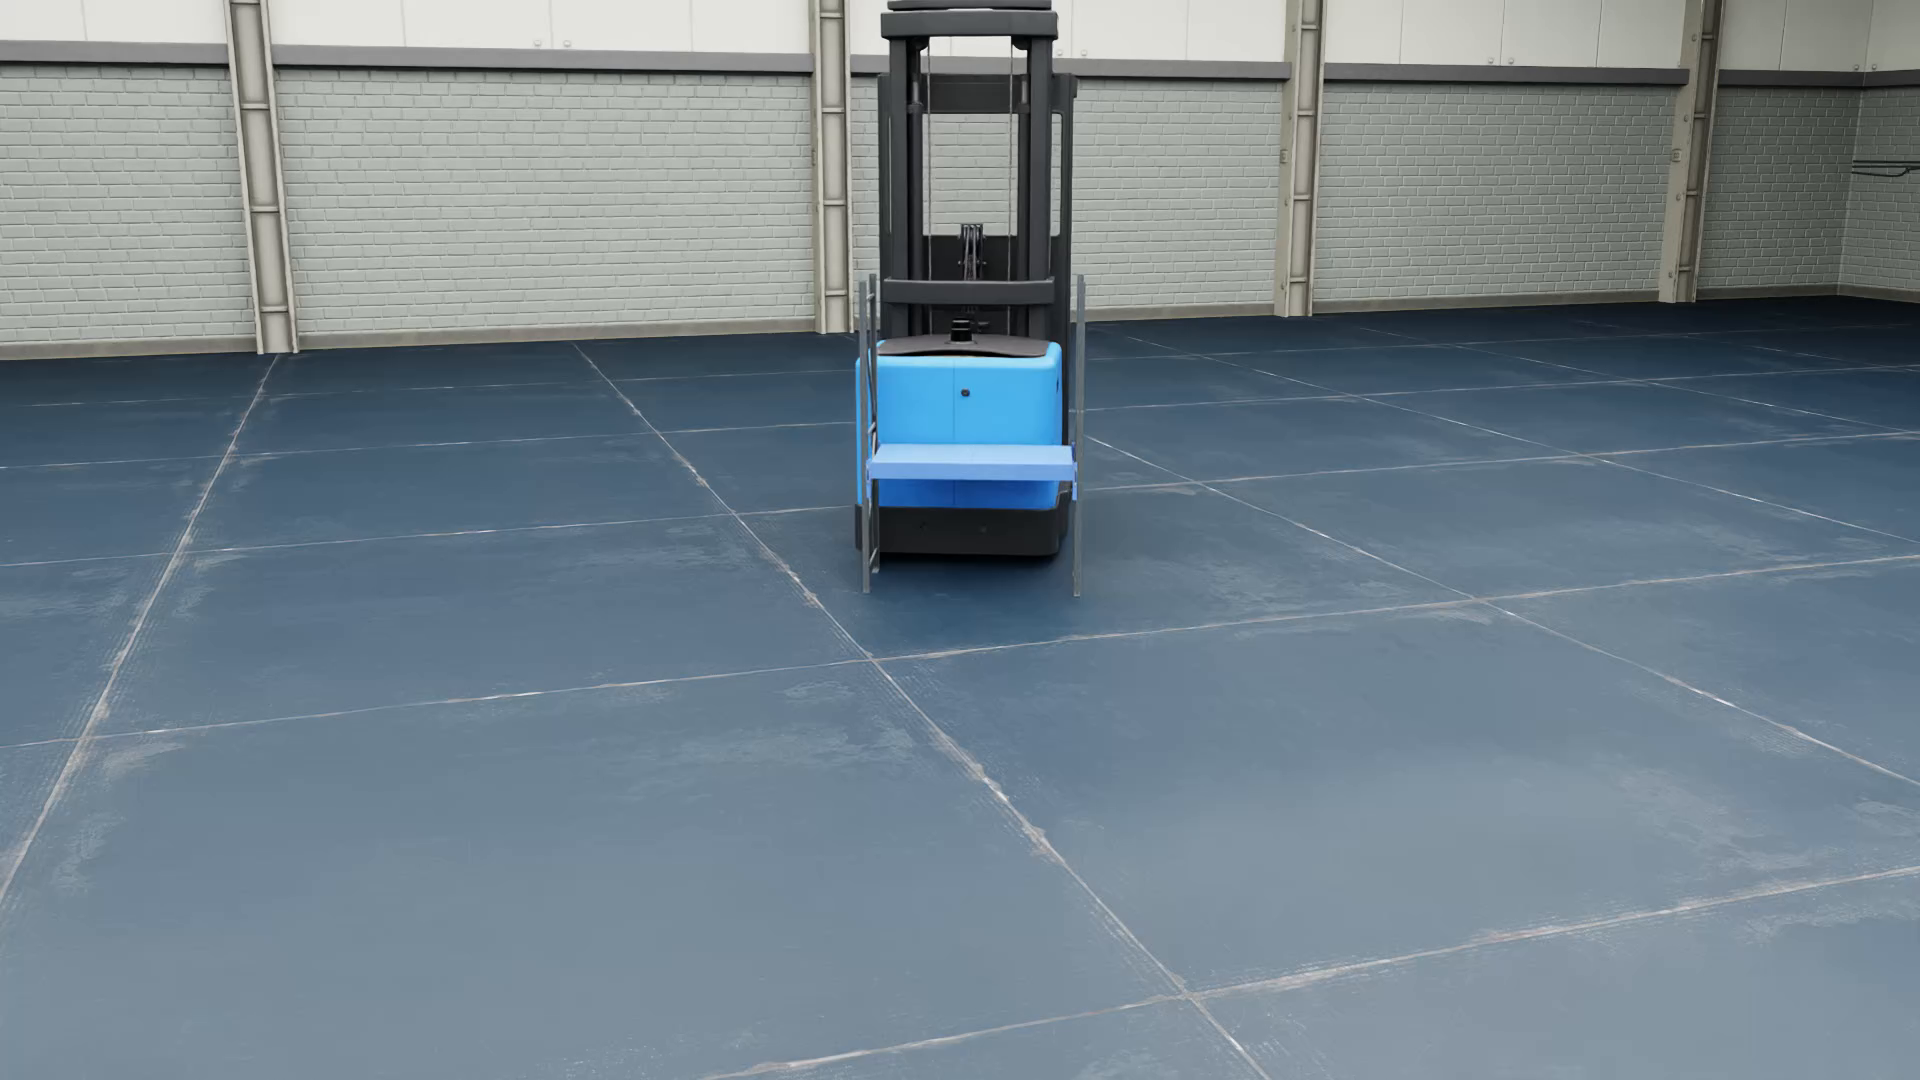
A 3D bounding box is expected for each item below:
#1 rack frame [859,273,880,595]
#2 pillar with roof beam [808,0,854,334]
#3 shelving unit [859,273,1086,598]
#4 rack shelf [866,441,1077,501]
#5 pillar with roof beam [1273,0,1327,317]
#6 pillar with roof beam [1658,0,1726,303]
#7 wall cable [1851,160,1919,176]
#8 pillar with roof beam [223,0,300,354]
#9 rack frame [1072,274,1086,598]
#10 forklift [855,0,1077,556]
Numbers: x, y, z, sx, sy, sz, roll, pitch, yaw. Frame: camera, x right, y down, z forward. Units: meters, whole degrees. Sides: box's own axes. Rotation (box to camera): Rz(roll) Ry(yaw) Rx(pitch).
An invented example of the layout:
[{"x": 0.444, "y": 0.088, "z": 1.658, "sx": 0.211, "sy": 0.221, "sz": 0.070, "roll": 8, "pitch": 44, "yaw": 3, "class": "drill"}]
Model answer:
[{"x": -0.440, "y": -0.524, "z": 8.104, "sx": 0.032, "sy": 1.500, "sz": 0.500, "roll": 1, "pitch": 13, "yaw": 3, "class": "rack frame"}, {"x": -0.083, "y": -5.850, "z": 14.292, "sx": 0.400, "sy": 9.000, "sz": 9.100, "roll": -4, "pitch": 14, "yaw": -18, "class": "pillar with roof beam"}, {"x": 0.067, "y": -0.517, "z": 8.077, "sx": 1.048, "sy": 1.500, "sz": 0.538, "roll": 1, "pitch": 13, "yaw": 3, "class": "shelving unit"}, {"x": 0.067, "y": -0.342, "z": 8.119, "sx": 1.000, "sy": 0.185, "sz": 0.538, "roll": 1, "pitch": 13, "yaw": 3, "class": "rack shelf"}, {"x": 5.604, "y": -6.293, "z": 16.153, "sx": 0.400, "sy": 9.000, "sz": 9.100, "roll": -4, "pitch": 14, "yaw": -18, "class": "pillar with roof beam"}, {"x": 11.290, "y": -6.736, "z": 18.015, "sx": 0.400, "sy": 9.000, "sz": 9.100, "roll": -4, "pitch": 14, "yaw": -18, "class": "pillar with roof beam"}, {"x": 13.131, "y": -6.097, "z": 22.039, "sx": 0.112, "sy": 2.526, "sz": 3.097, "roll": -4, "pitch": 14, "yaw": -18, "class": "wall cable"}, {"x": -5.770, "y": -5.407, "z": 12.430, "sx": 0.400, "sy": 9.000, "sz": 9.100, "roll": -4, "pitch": 14, "yaw": -18, "class": "pillar with roof beam"}, {"x": 0.575, "y": -0.511, "z": 8.050, "sx": 0.032, "sy": 1.500, "sz": 0.500, "roll": 1, "pitch": 13, "yaw": 3, "class": "rack frame"}, {"x": 0.110, "y": -1.632, "z": 9.670, "sx": 1.130, "sy": 2.935, "sz": 3.031, "roll": 1, "pitch": 13, "yaw": 5, "class": "forklift"}]
